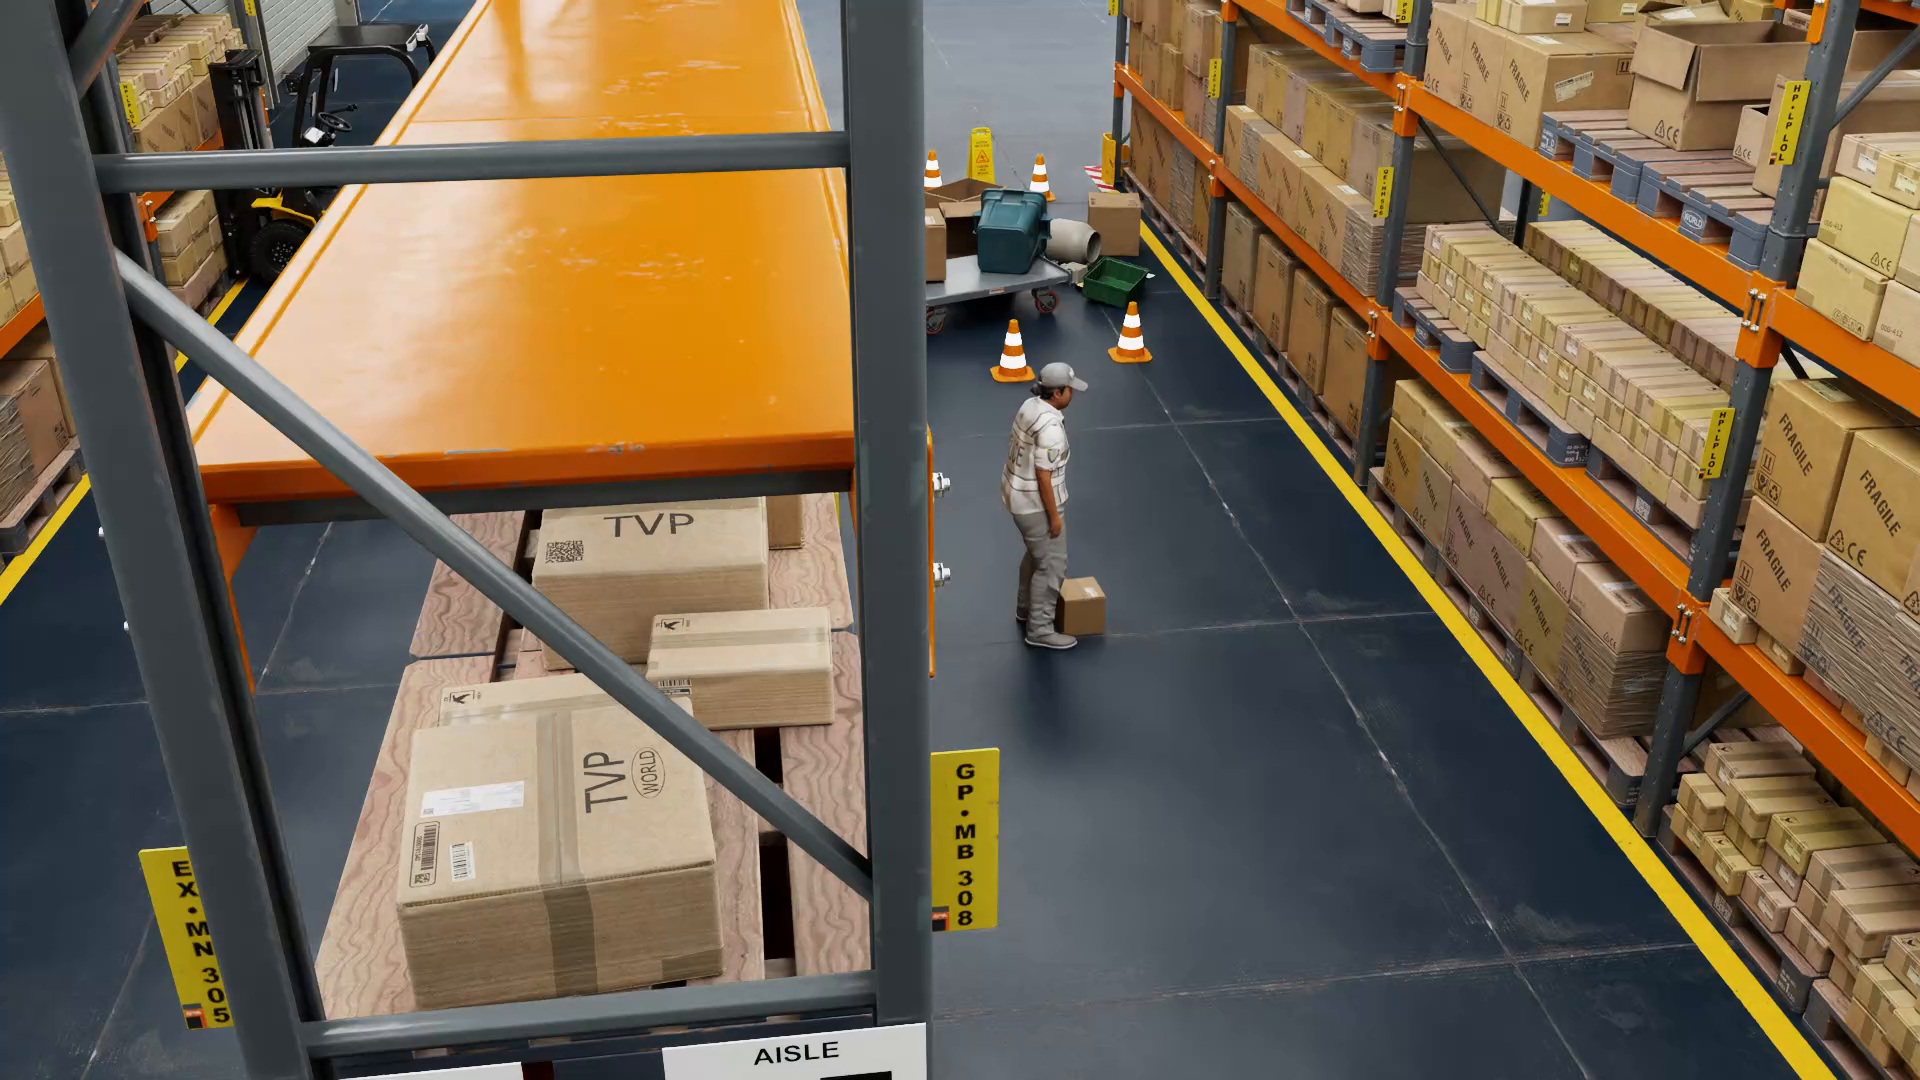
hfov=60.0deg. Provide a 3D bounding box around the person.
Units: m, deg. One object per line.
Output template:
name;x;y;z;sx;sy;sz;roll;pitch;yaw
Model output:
person;0.485;-0.213;9.497;0.470;1.664;0.549;-5;28;-9
